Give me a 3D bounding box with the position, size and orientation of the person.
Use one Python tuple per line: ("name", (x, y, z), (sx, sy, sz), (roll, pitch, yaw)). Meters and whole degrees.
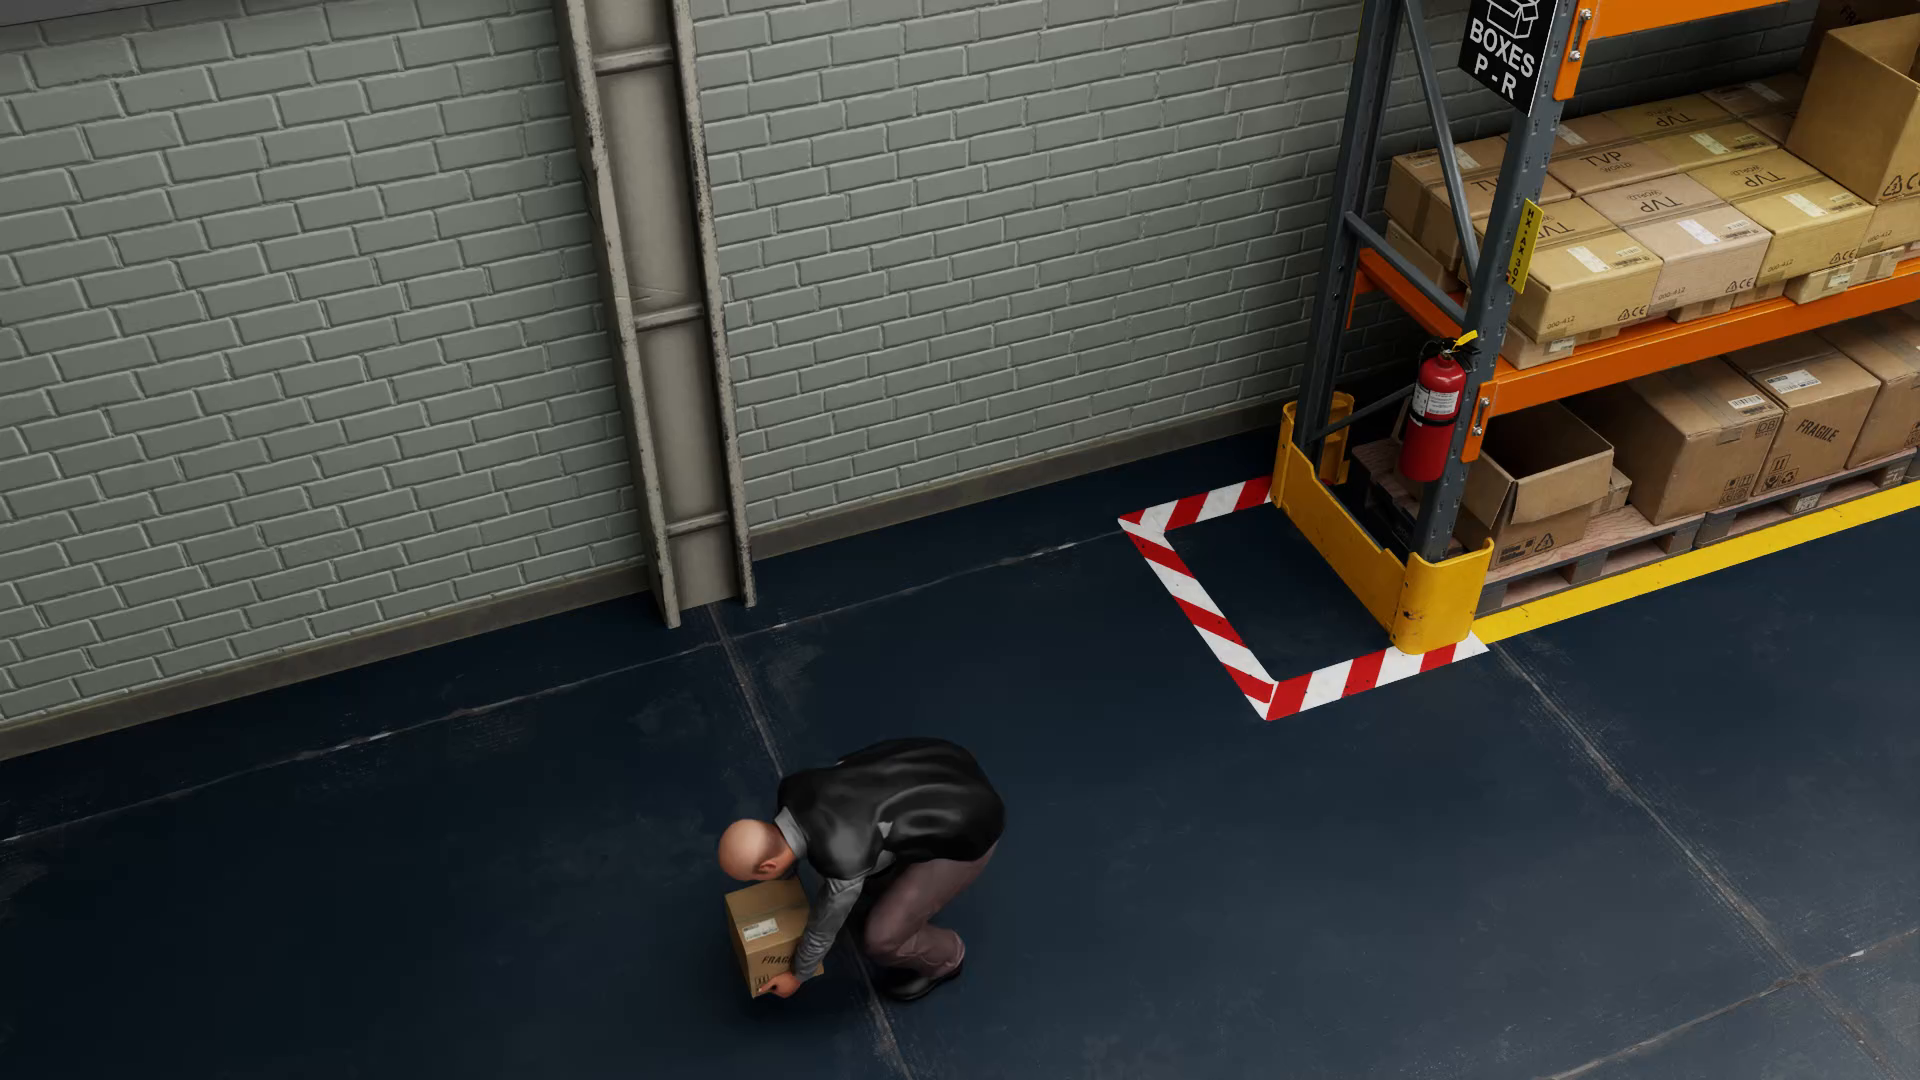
("person", (-0.315, 1.117, 5.478), (0.942, 0.977, 0.520), (-17, 44, -18))
